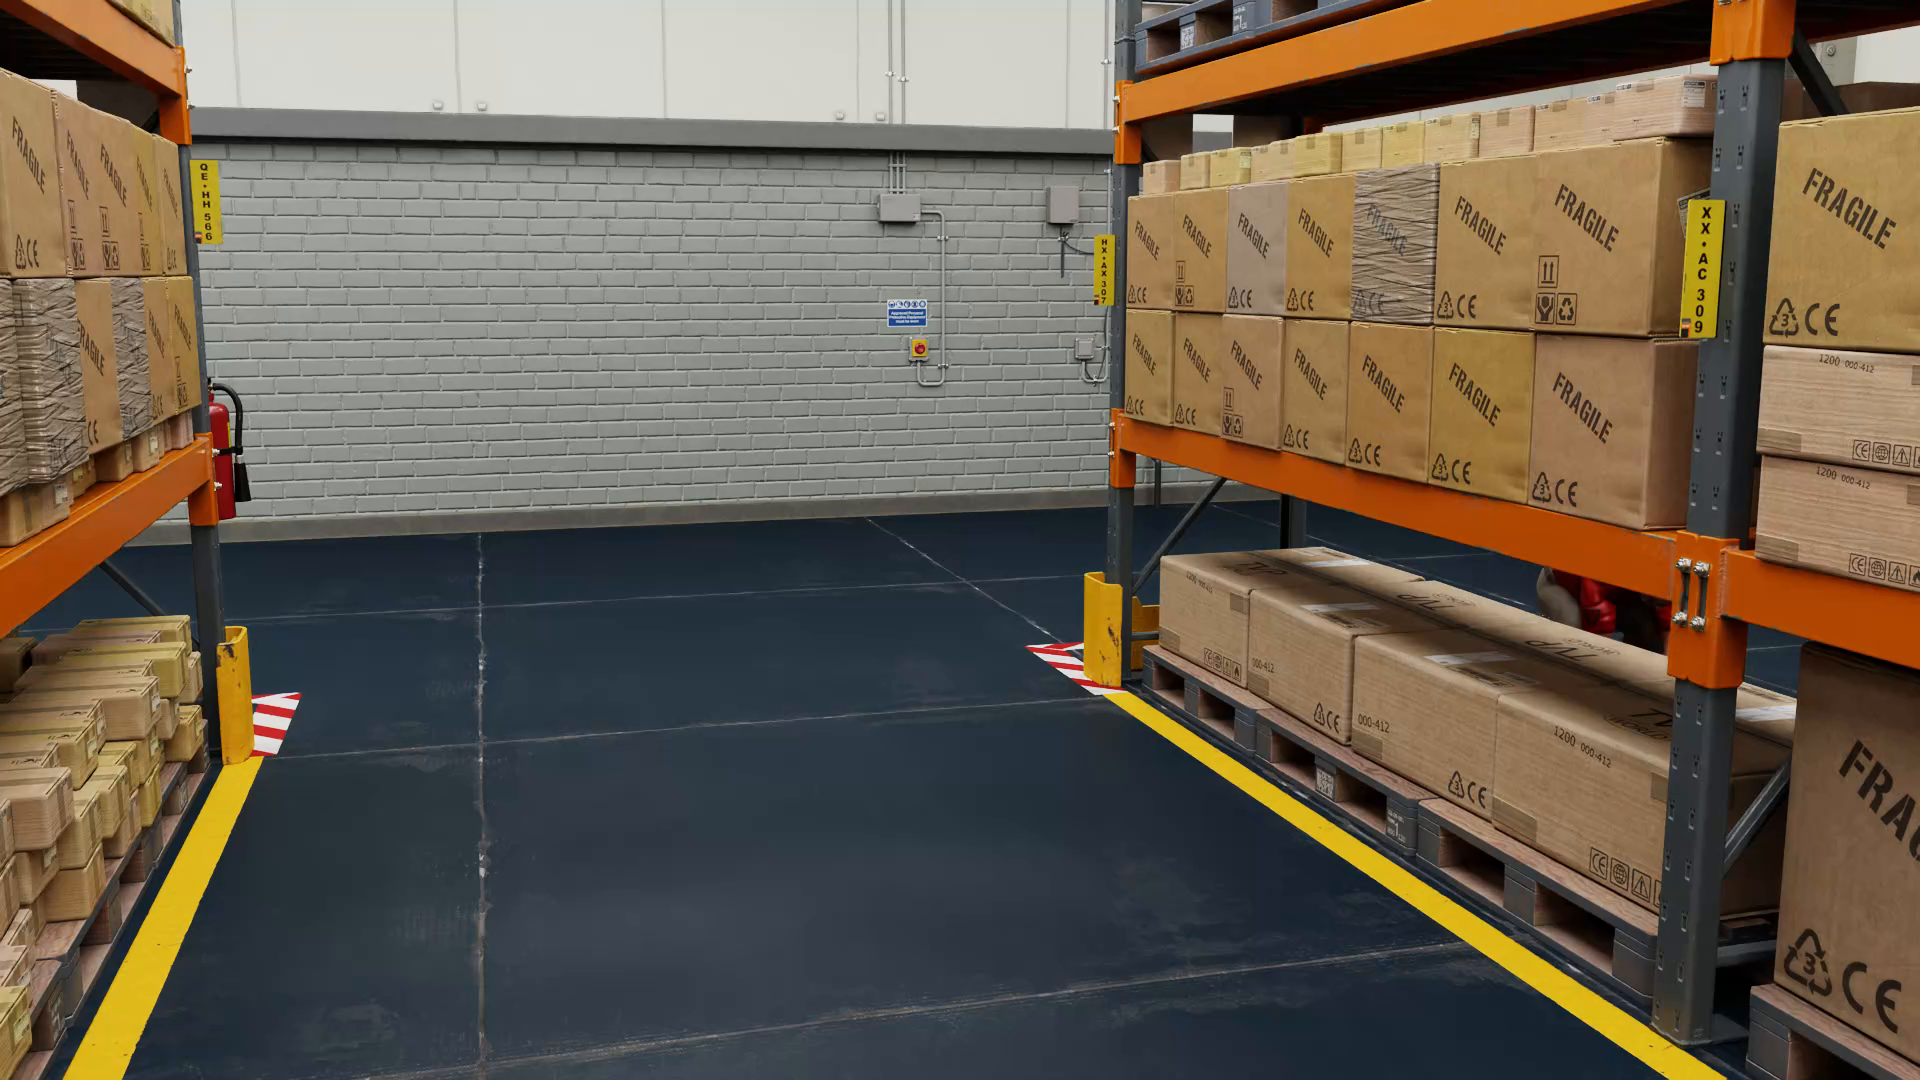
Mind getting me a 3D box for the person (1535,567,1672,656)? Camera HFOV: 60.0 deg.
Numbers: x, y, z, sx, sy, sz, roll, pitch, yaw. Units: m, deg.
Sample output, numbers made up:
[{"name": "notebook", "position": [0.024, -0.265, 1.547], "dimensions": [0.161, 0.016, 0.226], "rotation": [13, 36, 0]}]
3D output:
[{"name": "person", "position": [2.979, 0.392, 7.595], "dimensions": [0.527, 0.781, 0.936], "rotation": [0, 9, -2]}]
